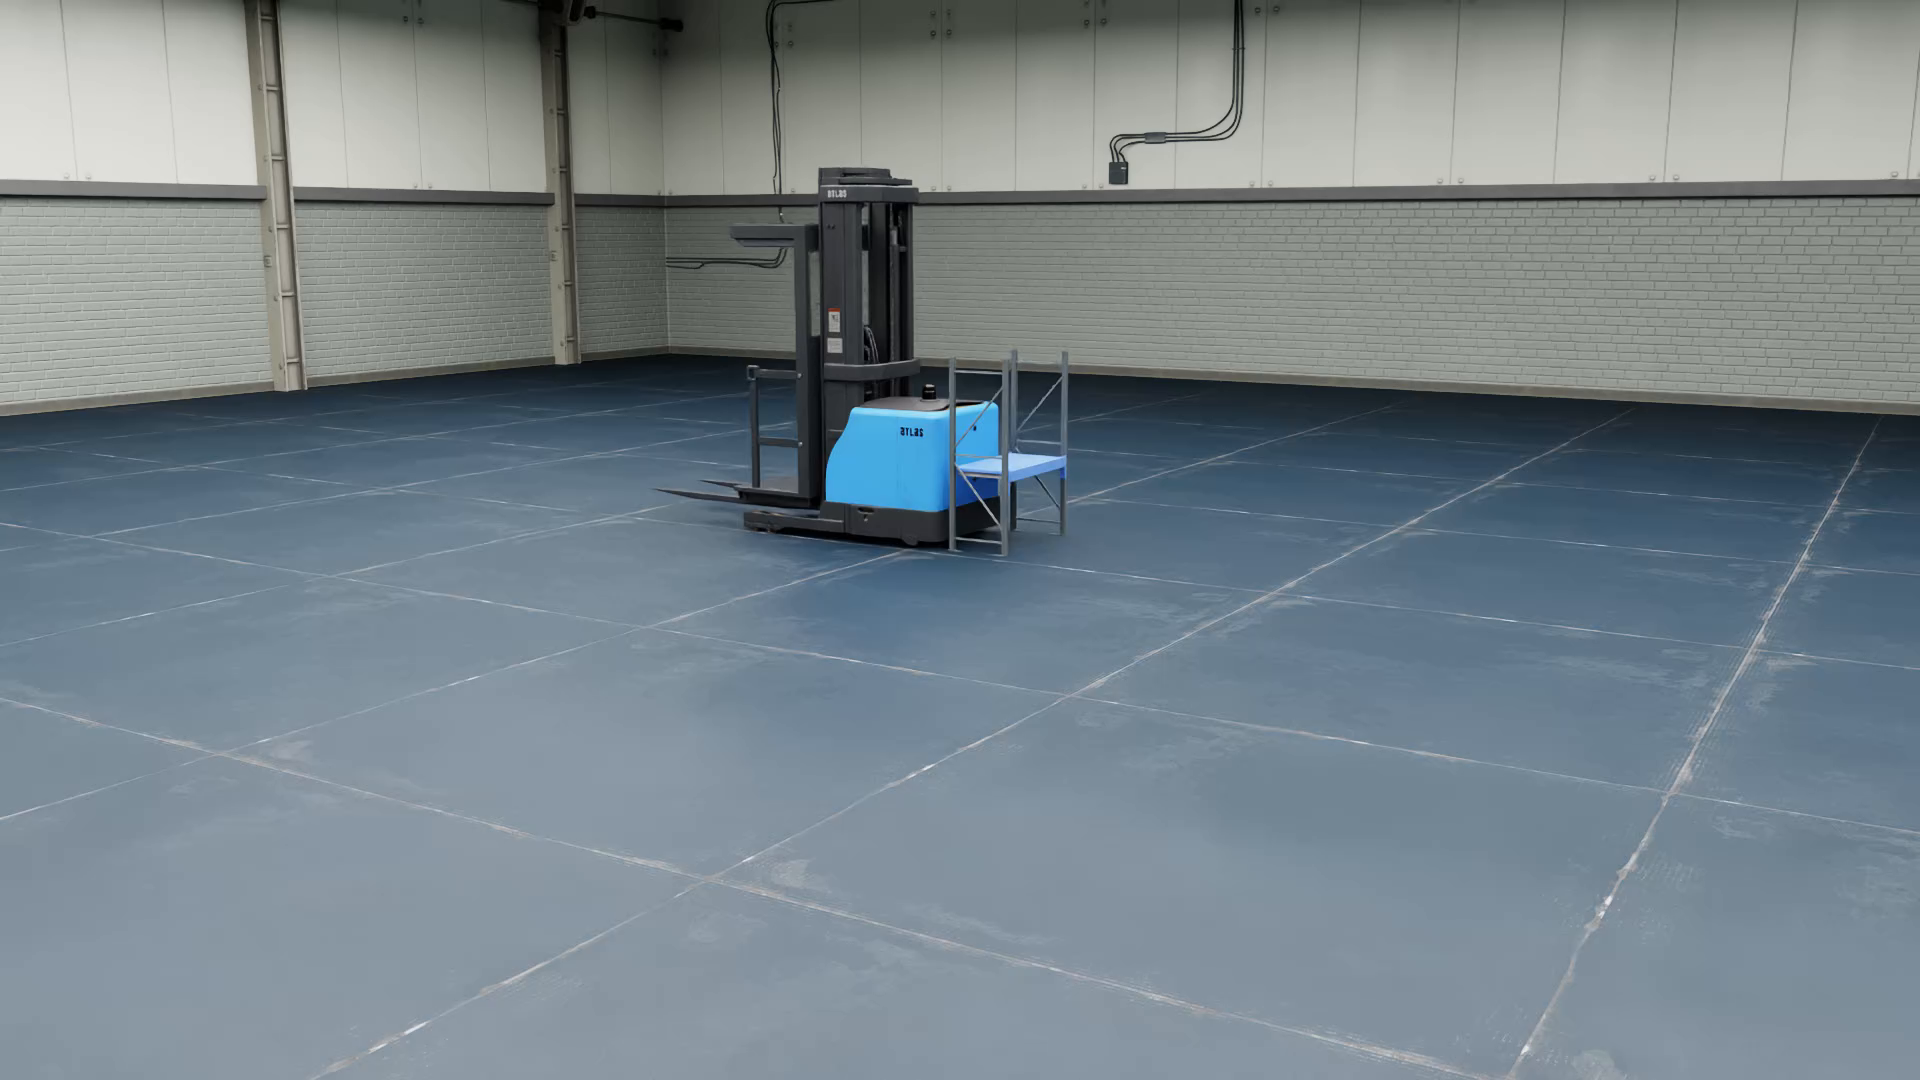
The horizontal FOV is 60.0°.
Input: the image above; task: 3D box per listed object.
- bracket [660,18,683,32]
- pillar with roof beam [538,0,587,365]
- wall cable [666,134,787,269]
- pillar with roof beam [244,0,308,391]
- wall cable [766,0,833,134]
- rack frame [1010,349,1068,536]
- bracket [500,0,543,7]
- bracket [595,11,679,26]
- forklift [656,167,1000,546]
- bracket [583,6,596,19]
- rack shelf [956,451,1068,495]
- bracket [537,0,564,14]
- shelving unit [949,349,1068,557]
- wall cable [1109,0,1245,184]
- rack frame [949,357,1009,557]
[{"bbox_3d":[-5.529,-9.871,31.857,0.235,0.232,0.430,6,12,31],"label":"bracket"},{"bbox_3d":[-3.599,-7.286,27.832,9.100,9.000,0.548,6,12,31],"label":"pillar with roof beam"},{"bbox_3d":[-4.619,-6.508,32.115,3.097,2.526,0.112,6,12,31],"label":"wall cable"},{"bbox_3d":[-6.714,-6.342,22.792,9.100,9.000,0.400,6,12,31],"label":"pillar with roof beam"},{"bbox_3d":[-2.307,-8.732,30.270,3.097,2.526,0.112,6,12,31],"label":"wall cable"},{"bbox_3d":[0.640,-0.793,13.526,0.500,1.500,0.032,6,12,29],"label":"rack frame"},{"bbox_3d":[-8.528,-8.962,27.004,0.076,0.066,4.783,6,12,31],"label":"bracket"},{"bbox_3d":[-5.836,-9.778,31.360,0.076,0.066,3.189,6,12,31],"label":"bracket"},{"bbox_3d":[-1.198,-1.573,13.805,3.031,2.935,1.130,6,12,31],"label":"forklift"},{"bbox_3d":[-6.760,-9.498,29.866,0.235,0.232,0.430,6,12,31],"label":"bracket"},{"bbox_3d":[0.391,-0.534,13.124,0.538,0.185,1.000,6,12,29],"label":"rack shelf"},{"bbox_3d":[-7.191,-9.367,29.168,0.235,0.232,0.430,6,12,31],"label":"bracket"},{"bbox_3d":[0.391,-0.711,13.091,0.538,1.500,1.048,6,12,29],"label":"shelving unit"},{"bbox_3d":[3.487,-8.796,26.659,2.305,6.003,0.169,6,12,31],"label":"wall cable"},{"bbox_3d":[0.141,-0.630,12.656,0.500,1.500,0.032,6,12,29],"label":"rack frame"}]
